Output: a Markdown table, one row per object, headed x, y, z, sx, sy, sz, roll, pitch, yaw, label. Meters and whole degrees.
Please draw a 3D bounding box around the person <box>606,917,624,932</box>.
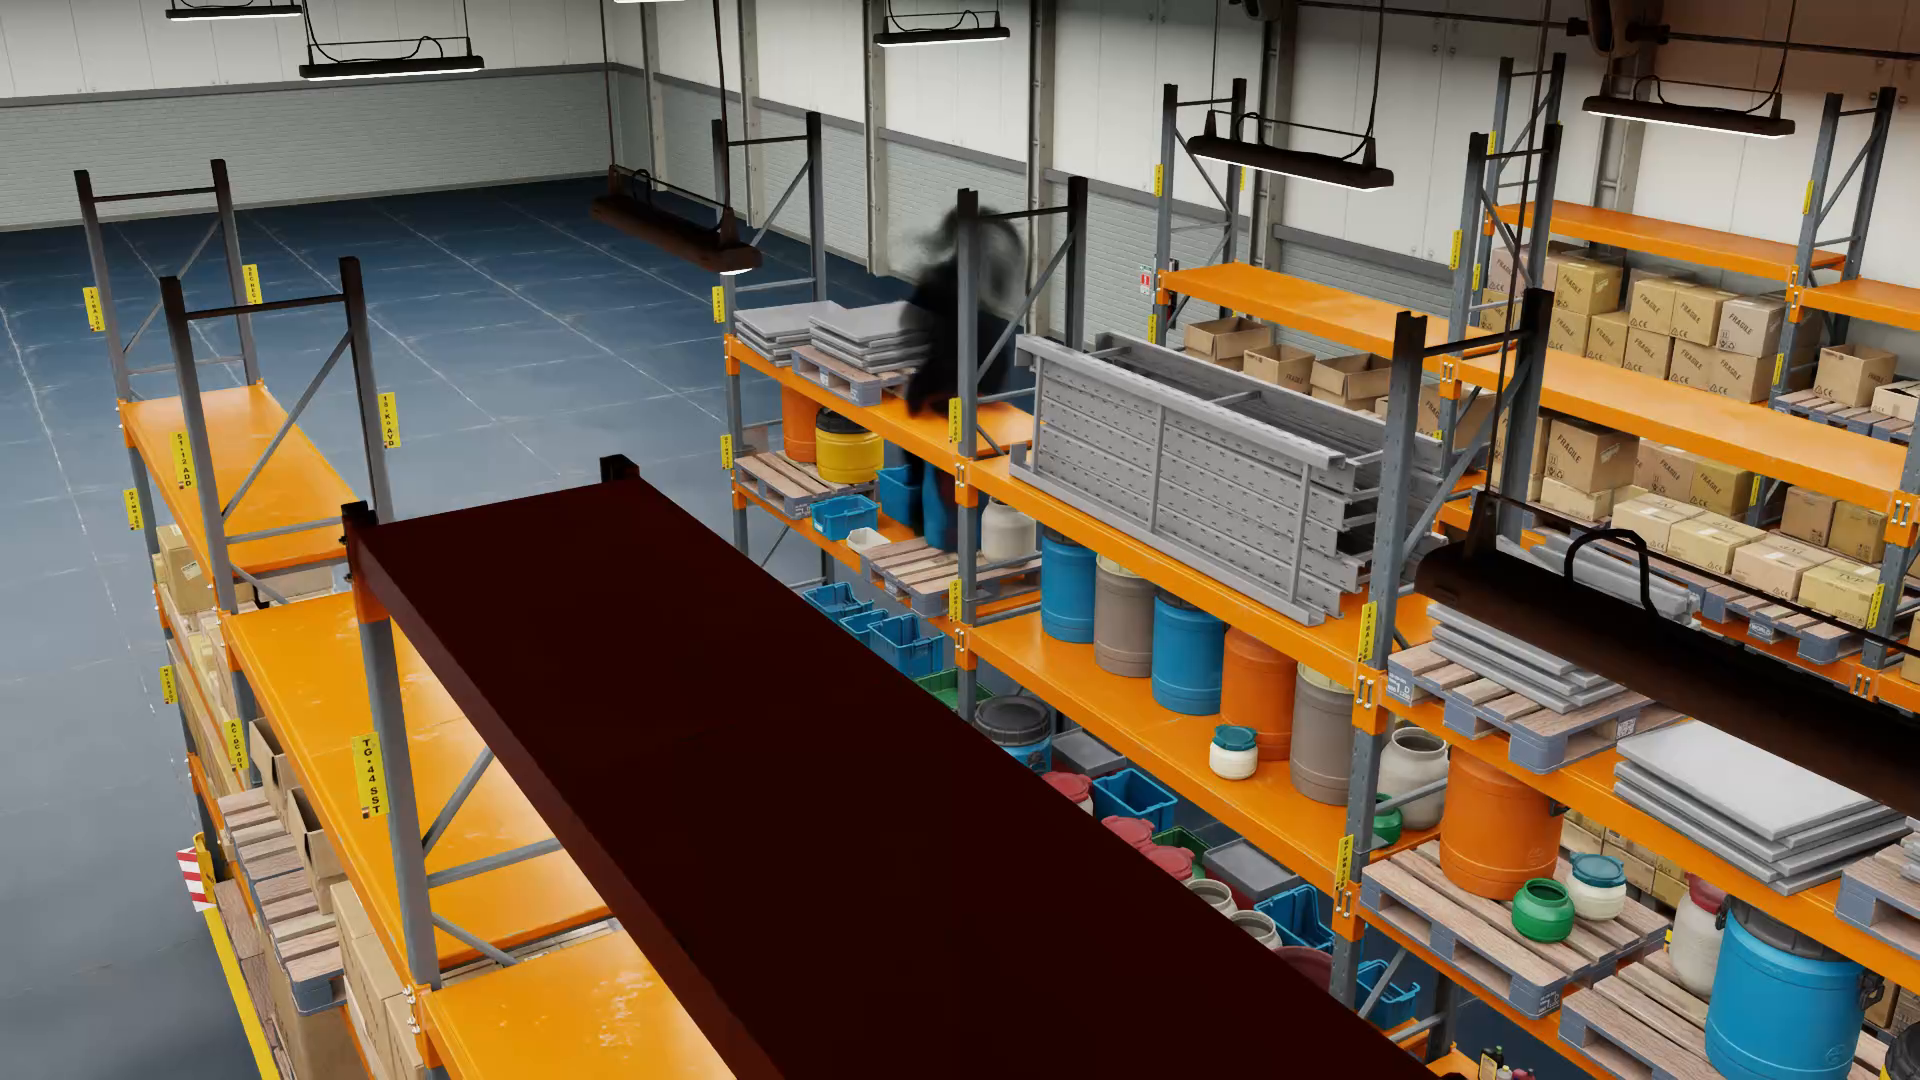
| x | y | z | sx | sy | sz | roll | pitch | yaw | label |
| --- | --- | --- | --- | --- | --- | --- | --- | --- | --- |
| -2.299 | 2.763 | 11.391 | 0.686 | 1.767 | 0.787 | -16 | 27 | -35 | person |
